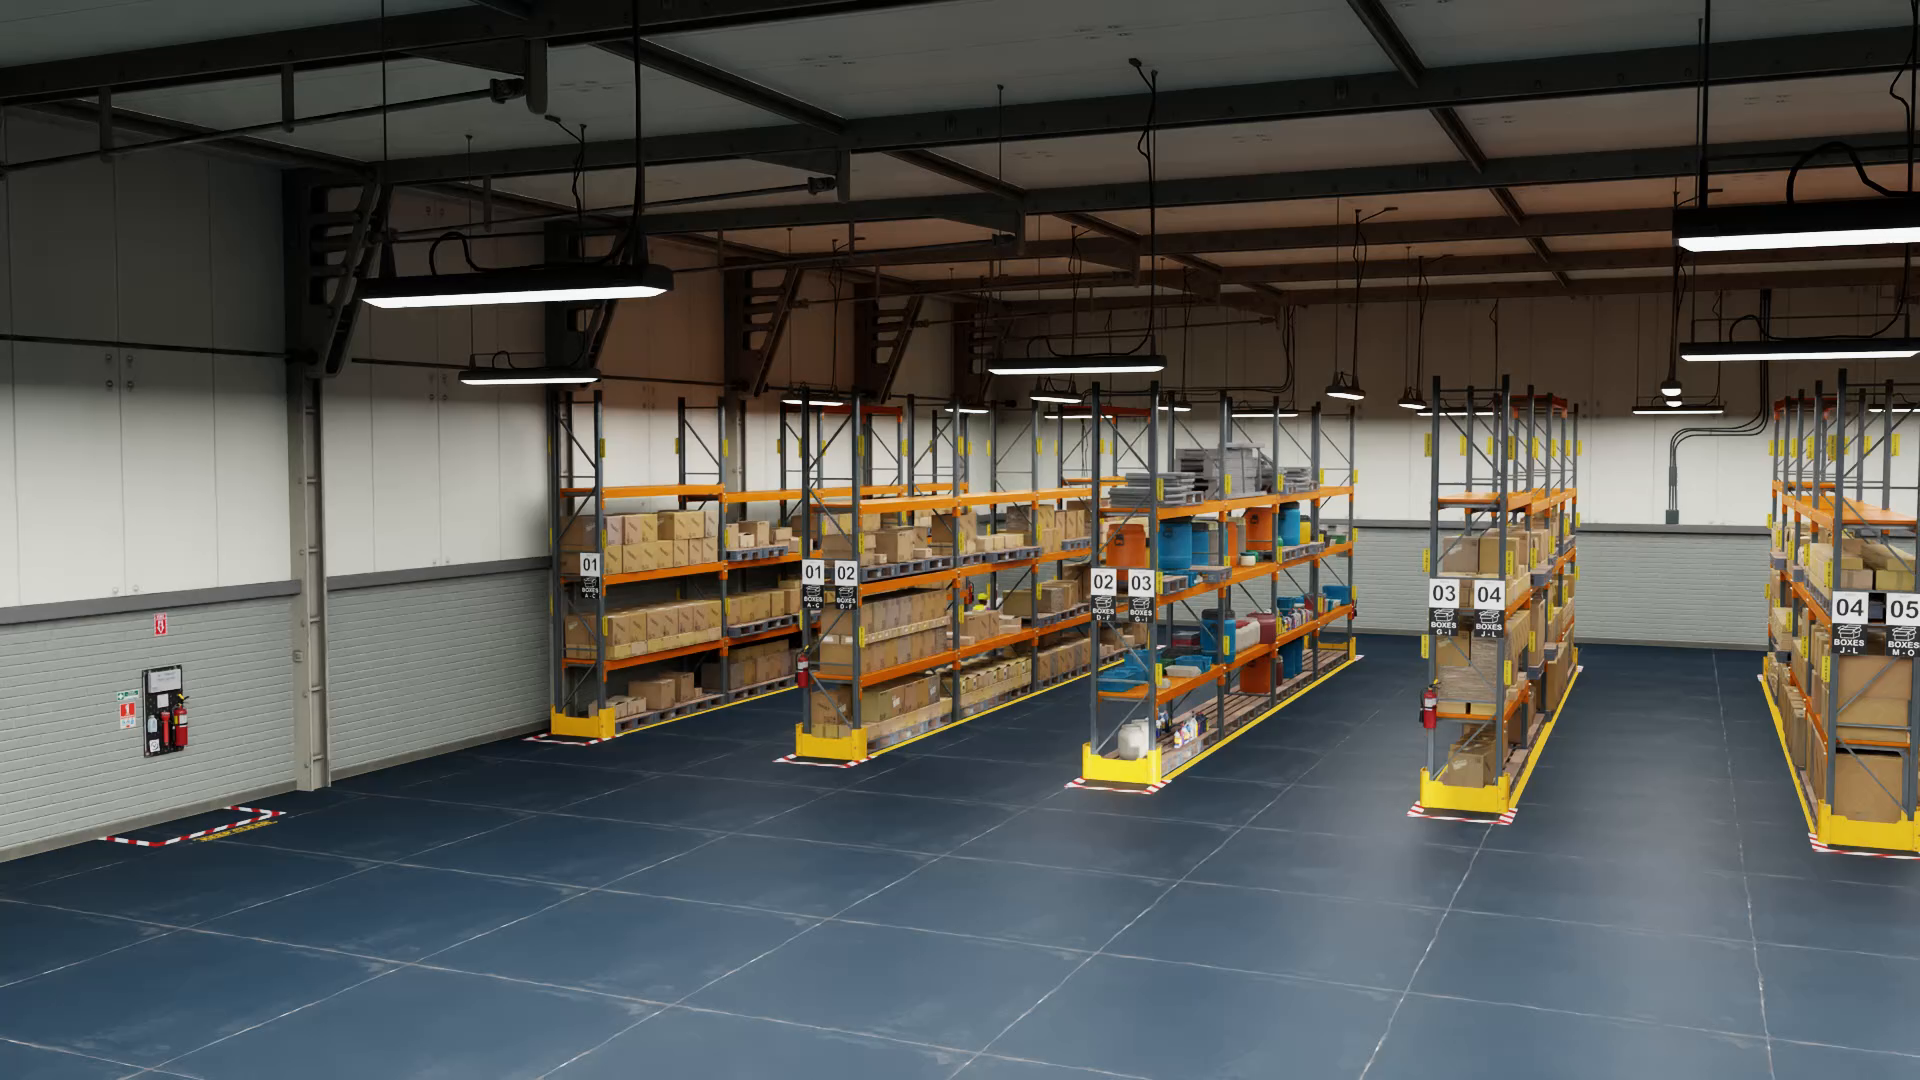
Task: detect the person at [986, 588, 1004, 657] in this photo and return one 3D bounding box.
[{"bbox_3d":[0.743,1.946,39.068,0.600,1.721,1.050,1,3,19],"label":"person"}]

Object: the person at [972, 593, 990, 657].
[{"bbox_3d":[0.484,2.073,37.207,0.512,1.765,0.610,-3,4,-42],"label":"person"}]
